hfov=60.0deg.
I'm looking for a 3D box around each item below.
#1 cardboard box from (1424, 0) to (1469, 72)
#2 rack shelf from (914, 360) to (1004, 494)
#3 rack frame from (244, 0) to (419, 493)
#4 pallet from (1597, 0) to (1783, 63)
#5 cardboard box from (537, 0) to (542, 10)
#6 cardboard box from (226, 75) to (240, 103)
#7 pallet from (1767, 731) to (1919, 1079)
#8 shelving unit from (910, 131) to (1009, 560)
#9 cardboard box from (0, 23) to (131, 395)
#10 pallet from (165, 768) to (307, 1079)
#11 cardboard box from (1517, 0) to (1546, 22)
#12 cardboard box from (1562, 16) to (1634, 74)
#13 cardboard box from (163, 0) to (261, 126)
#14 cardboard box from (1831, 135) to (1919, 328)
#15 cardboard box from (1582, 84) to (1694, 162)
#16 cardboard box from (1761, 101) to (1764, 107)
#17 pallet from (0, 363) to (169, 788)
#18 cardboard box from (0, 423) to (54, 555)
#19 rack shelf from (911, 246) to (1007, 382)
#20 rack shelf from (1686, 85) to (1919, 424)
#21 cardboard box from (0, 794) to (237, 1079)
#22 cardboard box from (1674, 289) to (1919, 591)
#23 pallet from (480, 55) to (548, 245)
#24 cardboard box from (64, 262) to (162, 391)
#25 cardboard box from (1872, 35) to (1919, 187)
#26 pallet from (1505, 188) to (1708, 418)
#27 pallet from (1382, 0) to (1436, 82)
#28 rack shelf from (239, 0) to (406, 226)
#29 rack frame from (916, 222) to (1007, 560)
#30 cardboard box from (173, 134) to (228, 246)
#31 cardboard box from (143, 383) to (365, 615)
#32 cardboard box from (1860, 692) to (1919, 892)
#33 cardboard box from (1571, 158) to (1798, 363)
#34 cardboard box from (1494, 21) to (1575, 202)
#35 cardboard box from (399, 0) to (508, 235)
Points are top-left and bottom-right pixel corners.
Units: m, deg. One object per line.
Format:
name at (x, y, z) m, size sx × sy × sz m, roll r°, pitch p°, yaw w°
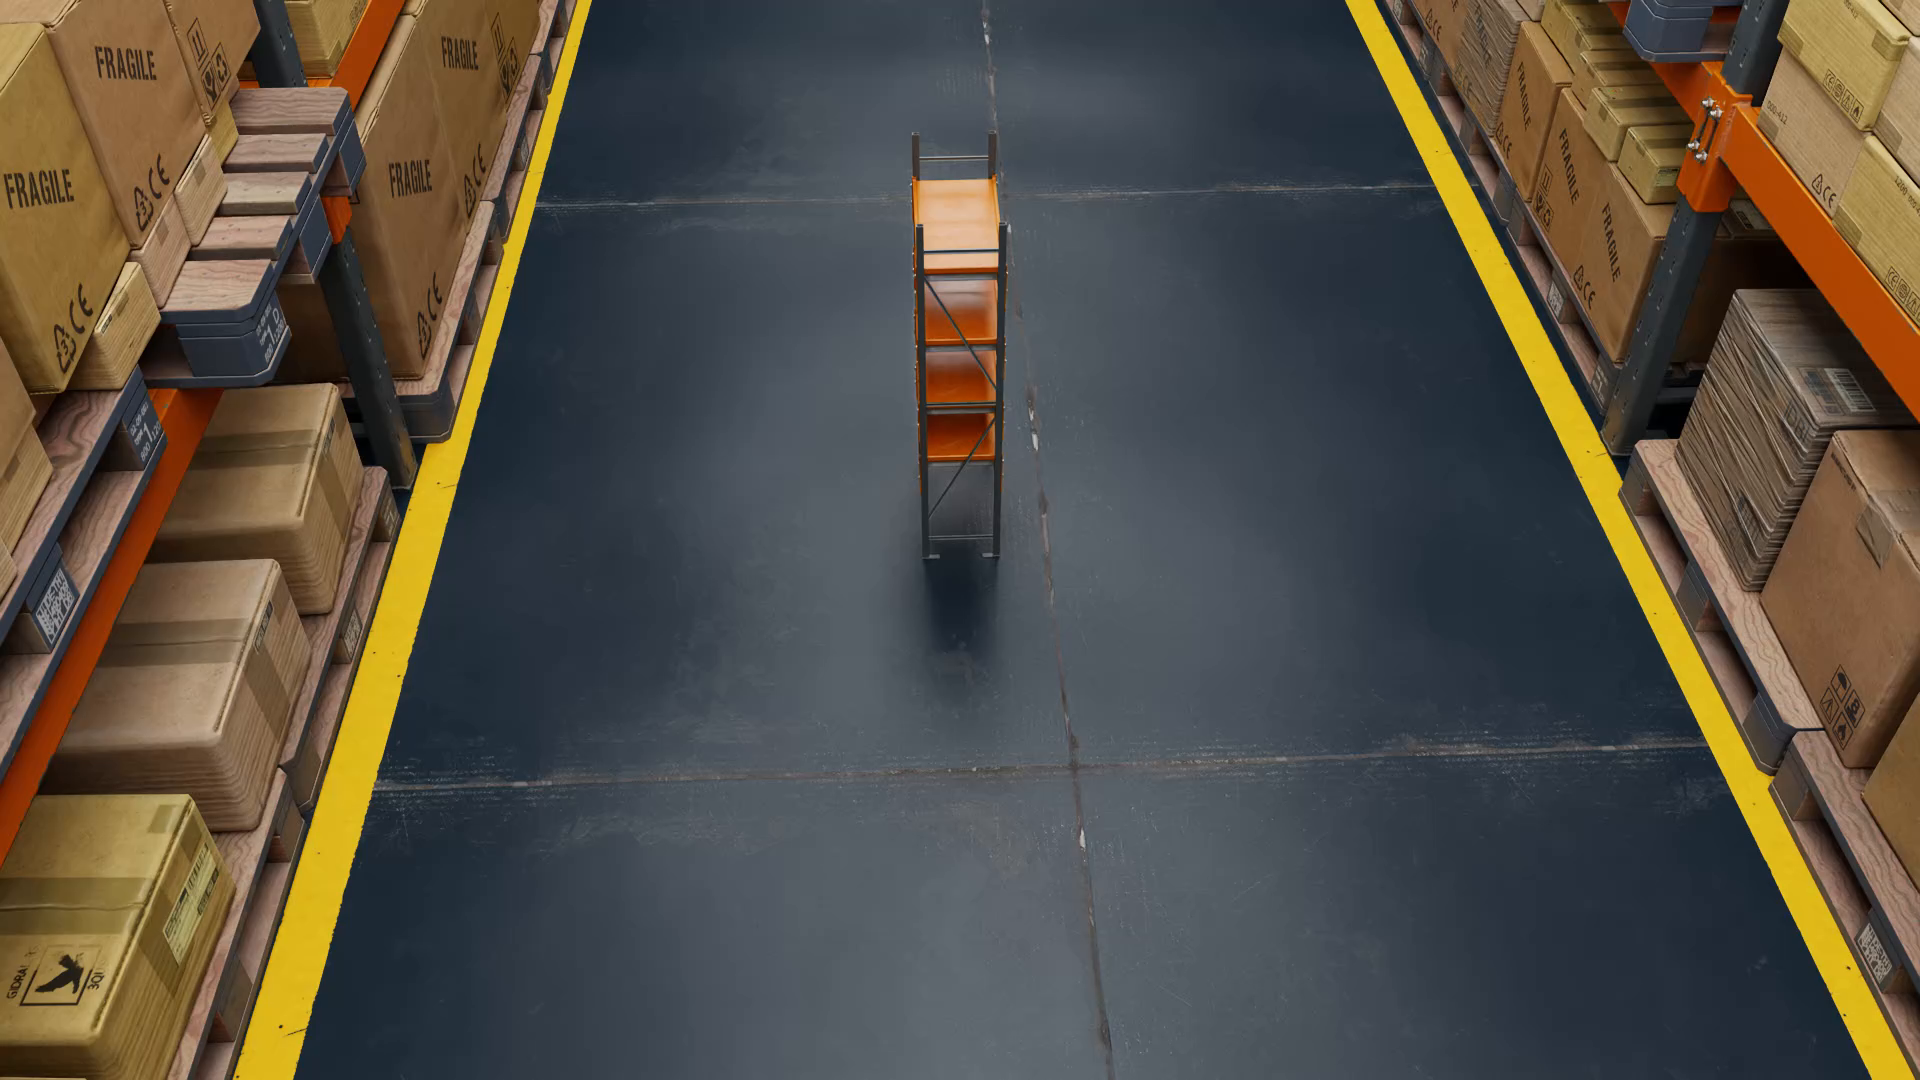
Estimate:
cardboard box at (2.343, -2.339, 7.121) m, size 0.500 × 0.500 × 0.500 m, roll -3°, pitch 43°, yaw -3°
rack shelf at (-0.007, -0.358, 5.146) m, size 0.258 × 0.148 × 0.480 m, roll -2°, pitch 43°, yaw -2°
rack frame at (-2.291, -1.290, 4.437) m, size 1.000 × 3.000 × 0.127 m, roll -2°, pitch 43°, yaw -2°
pallet at (2.569, -1.819, 5.157) m, size 1.213 × 0.211 × 1.003 m, roll -2°, pitch 43°, yaw -2°
cardboard box at (-2.354, -2.945, 7.505) m, size 0.875 × 0.875 × 0.875 m, roll 0°, pitch 43°, yaw 0°
cardboard box at (-2.042, -1.137, 4.146) m, size 0.380 × 0.149 × 0.250 m, roll 0°, pitch 43°, yaw 0°
pallet at (2.713, 0.972, 4.033) m, size 1.003 × 0.211 × 1.213 m, roll -2°, pitch 43°, yaw -2°
shelving unit at (-0.007, -0.554, 4.967) m, size 0.258 × 1.200 × 0.503 m, roll -2°, pitch 43°, yaw -2°
cardboard box at (-1.938, -0.603, 3.082) m, size 0.500 × 0.500 × 0.500 m, roll -4°, pitch 43°, yaw -5°
pallet at (-2.210, 1.088, 3.907) m, size 1.003 × 0.211 × 1.213 m, roll -2°, pitch 43°, yaw -2°
cardboard box at (2.366, -2.129, 6.412) m, size 0.380 × 0.149 × 0.250 m, roll -4°, pitch 43°, yaw -4°
cardboard box at (2.419, -1.775, 6.026) m, size 0.380 × 0.149 × 0.250 m, roll 0°, pitch 43°, yaw -1°
cardboard box at (-1.994, -1.292, 3.835) m, size 0.500 × 0.500 × 0.500 m, roll -3°, pitch 43°, yaw -3°
cardboard box at (2.459, -0.733, 3.941) m, size 0.500 × 0.250 × 0.500 m, roll -2°, pitch 43°, yaw -3°
cardboard box at (2.352, -1.416, 5.635) m, size 0.380 × 0.149 × 0.250 m, roll -4°, pitch 43°, yaw -4°
cardboard box at (2.973, -1.448, 5.669) m, size 0.380 × 0.149 × 0.250 m, roll 0°, pitch 43°, yaw 0°
pallet at (-2.166, 0.116, 3.045) m, size 1.003 × 0.211 × 1.213 m, roll -2°, pitch 43°, yaw -2°
cardboard box at (-1.897, -0.093, 3.007) m, size 0.380 × 0.149 × 0.250 m, roll -3°, pitch 43°, yaw -3°
rack shelf at (-0.007, -0.669, 4.861) m, size 0.258 × 0.148 × 0.480 m, roll -2°, pitch 43°, yaw -2°
rack shelf at (2.753, 0.181, 3.365) m, size 1.077 × 0.370 × 4.000 m, roll -2°, pitch 43°, yaw -2°
cardboard box at (-2.211, 0.916, 3.665) m, size 0.950 × 0.372 × 0.625 m, roll 0°, pitch 43°, yaw 0°
cardboard box at (2.681, -0.292, 4.796) m, size 0.875 × 0.625 × 0.625 m, roll 0°, pitch 43°, yaw 0°
pallet at (-2.298, -1.618, 6.859) m, size 1.003 × 0.211 × 1.213 m, roll -2°, pitch 43°, yaw -2°
cardboard box at (-1.874, -0.434, 3.379) m, size 0.380 × 0.149 × 0.250 m, roll -1°, pitch 43°, yaw -1°
cardboard box at (2.463, -0.919, 3.774) m, size 0.500 × 0.250 × 0.500 m, roll 0°, pitch 43°, yaw 0°
pallet at (2.674, -0.912, 6.088) m, size 1.003 × 0.211 × 1.213 m, roll -2°, pitch 43°, yaw -2°
pallet at (2.571, -2.559, 7.885) m, size 1.003 × 0.211 × 1.213 m, roll -2°, pitch 43°, yaw -2°
rack shelf at (-2.376, -2.375, 6.153) m, size 1.077 × 0.370 × 4.000 m, roll -2°, pitch 43°, yaw -2°
rack frame at (0.003, -0.389, 4.787) m, size 0.240 × 1.200 × 0.015 m, roll -2°, pitch 43°, yaw -2°
cardboard box at (-1.903, -0.789, 3.767) m, size 0.380 × 0.149 × 0.250 m, roll -2°, pitch 43°, yaw -2°
cardboard box at (-2.277, -0.094, 4.766) m, size 0.950 × 0.372 × 0.625 m, roll -4°, pitch 43°, yaw -5°
cardboard box at (2.745, 0.603, 3.819) m, size 0.875 × 0.625 × 0.625 m, roll -3°, pitch 43°, yaw -4°
cardboard box at (2.436, -0.947, 5.602) m, size 0.500 × 0.500 × 0.500 m, roll -1°, pitch 43°, yaw -1°
cardboard box at (2.400, -1.639, 6.357) m, size 0.500 × 0.500 × 0.500 m, roll 0°, pitch 43°, yaw 0°
cardboard box at (-2.271, -1.732, 6.181) m, size 0.875 × 0.875 × 0.875 m, roll -1°, pitch 43°, yaw -1°
